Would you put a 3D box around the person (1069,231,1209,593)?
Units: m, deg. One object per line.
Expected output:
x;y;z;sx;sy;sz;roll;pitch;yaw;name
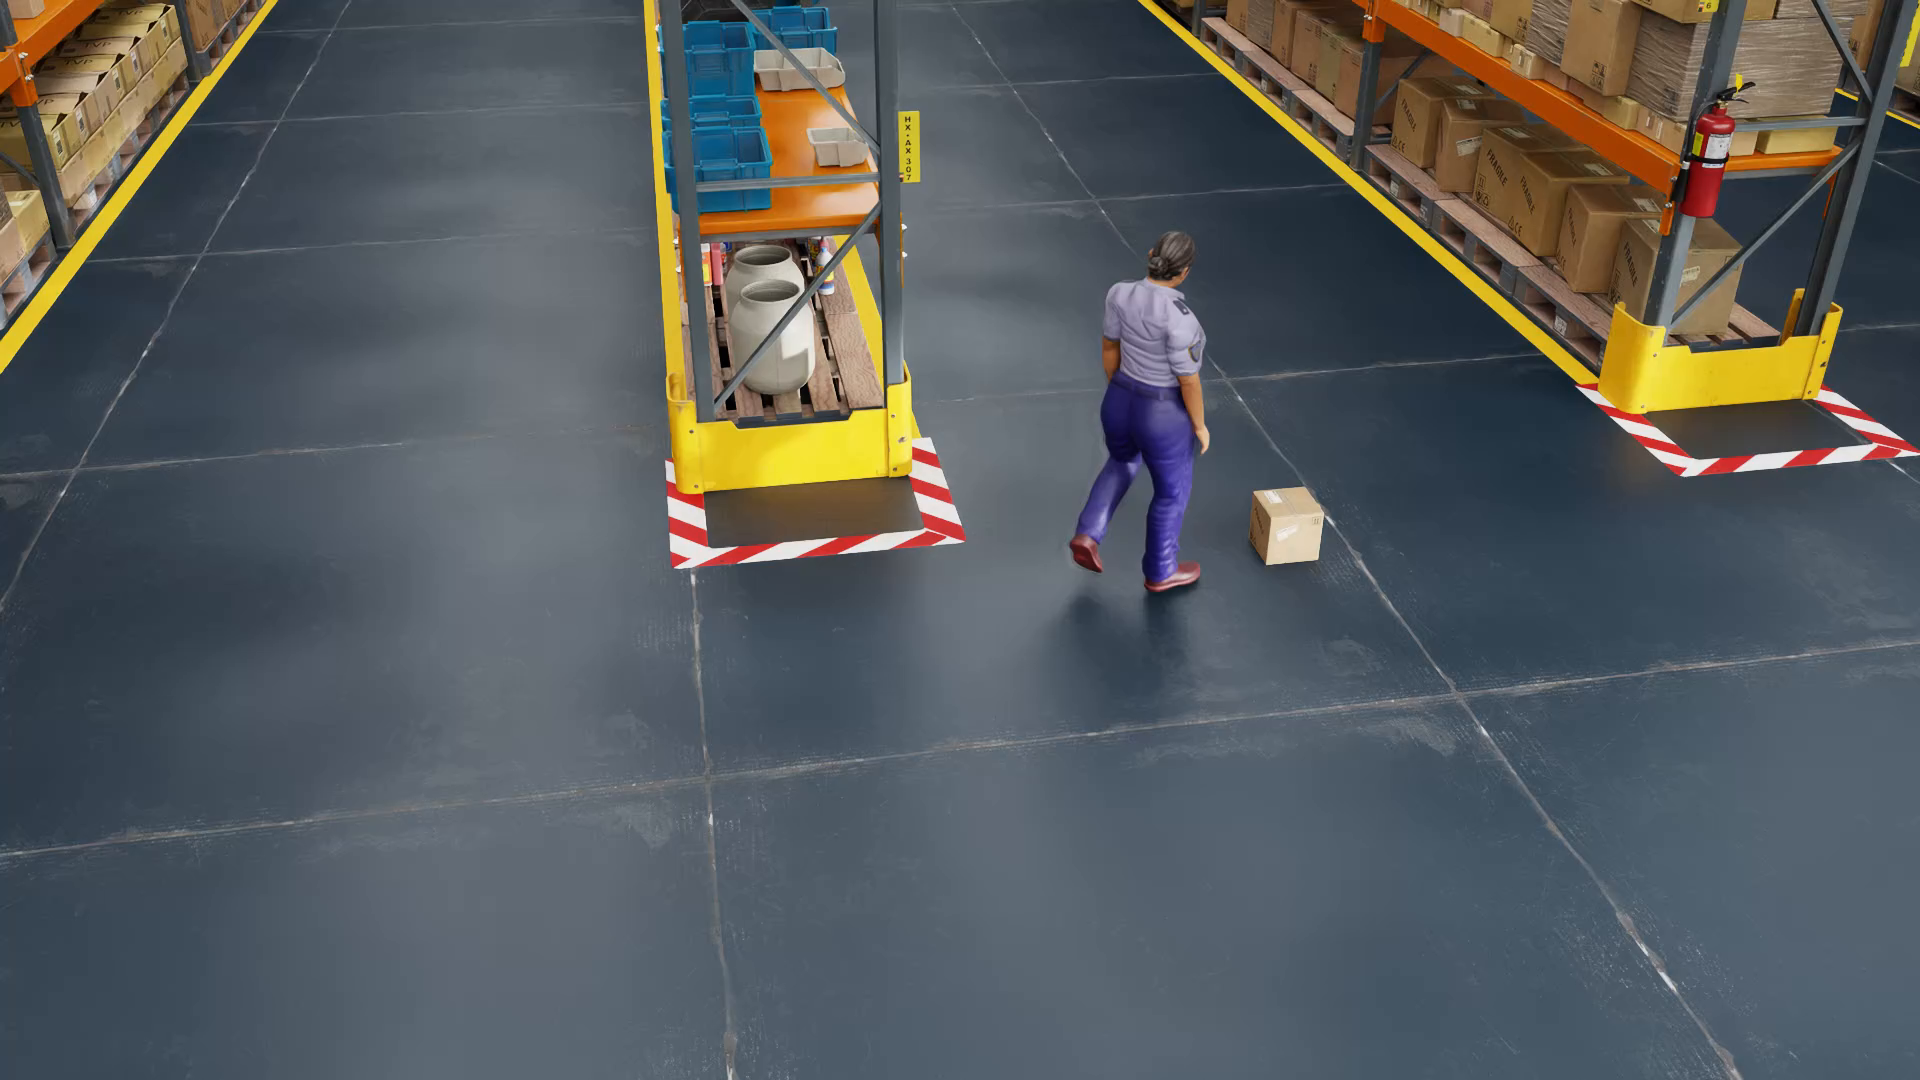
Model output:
0.784;-0.521;7.000;0.520;1.623;0.538;-26;39;-36;person
